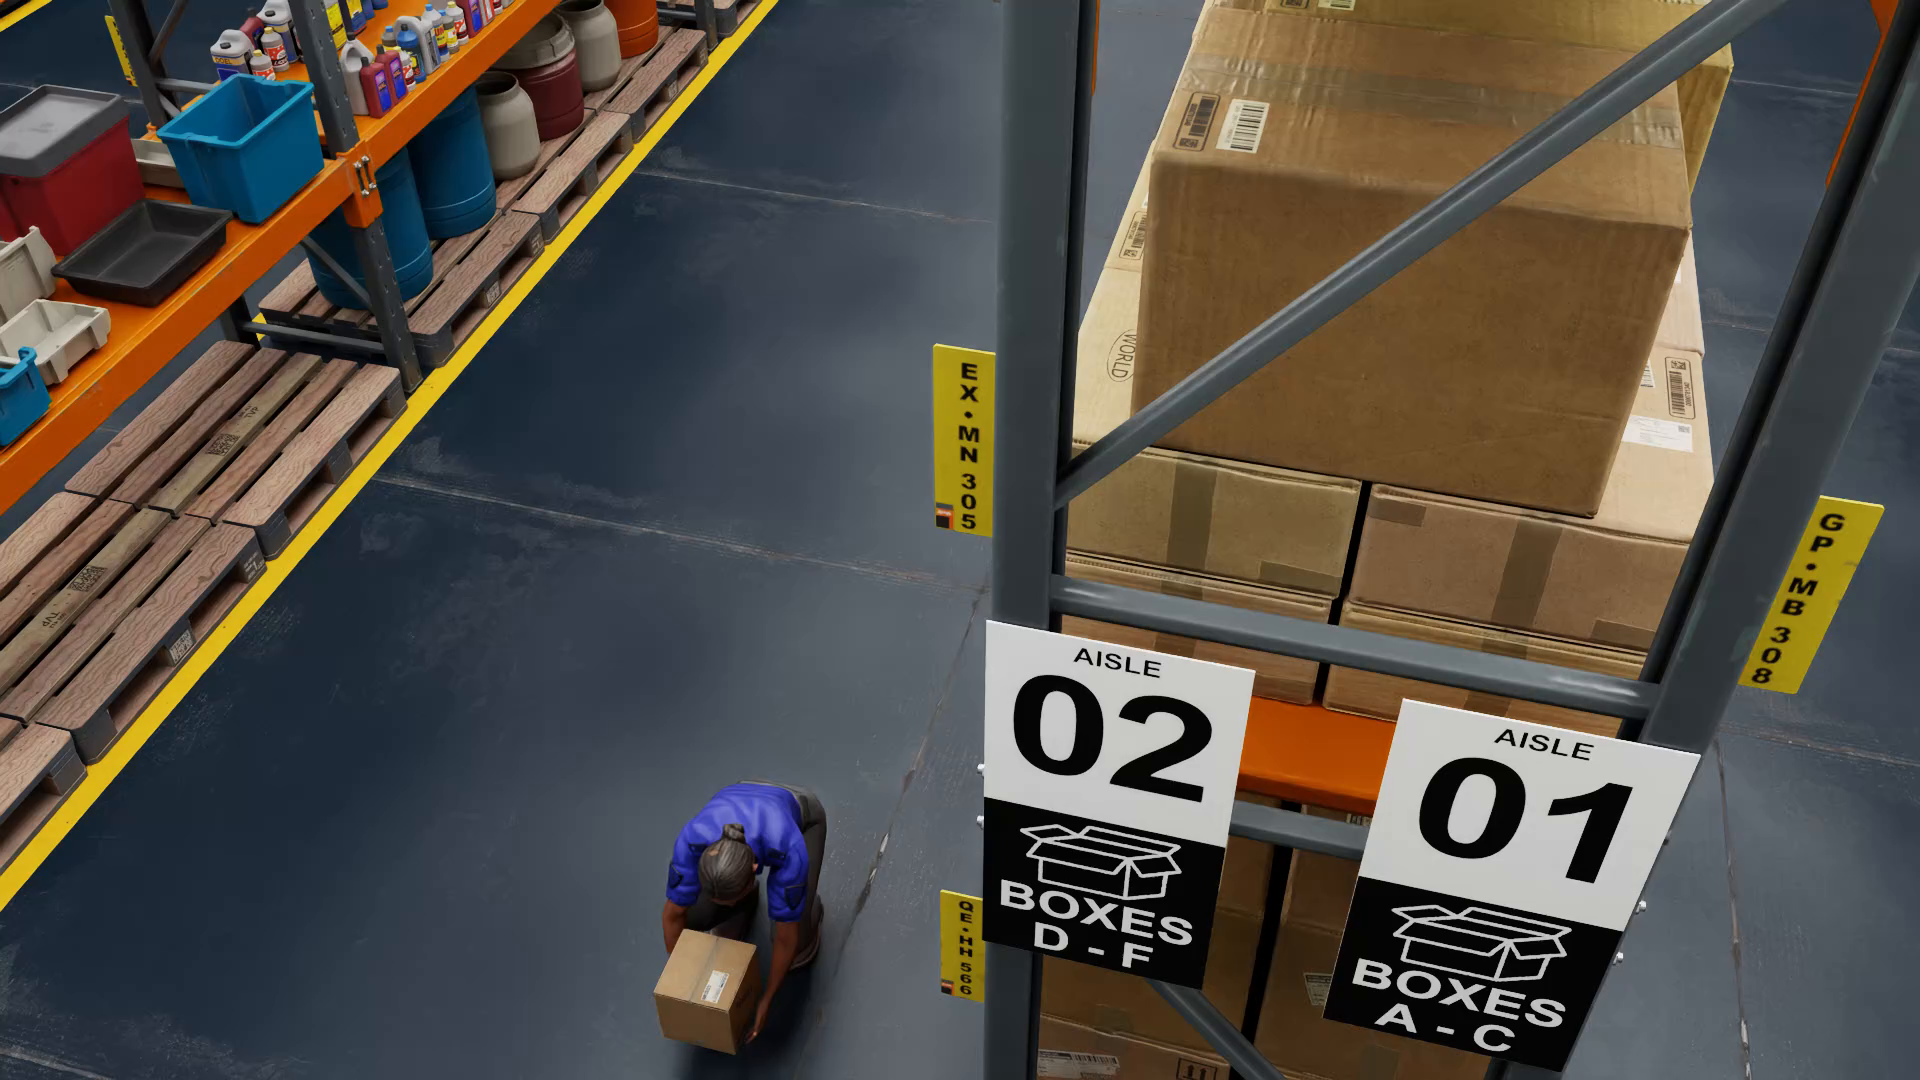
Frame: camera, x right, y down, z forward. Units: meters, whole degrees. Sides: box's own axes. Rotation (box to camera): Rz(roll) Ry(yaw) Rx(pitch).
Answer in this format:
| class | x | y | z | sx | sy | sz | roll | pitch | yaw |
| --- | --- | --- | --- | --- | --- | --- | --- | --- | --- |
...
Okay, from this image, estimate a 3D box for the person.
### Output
| class | x | y | z | sx | sy | sz | roll | pitch | yaw |
| --- | --- | --- | --- | --- | --- | --- | --- | --- | --- |
| person | -0.690 | 1.114 | 5.455 | 0.483 | 0.925 | 0.824 | 10 | 42 | 11 |
